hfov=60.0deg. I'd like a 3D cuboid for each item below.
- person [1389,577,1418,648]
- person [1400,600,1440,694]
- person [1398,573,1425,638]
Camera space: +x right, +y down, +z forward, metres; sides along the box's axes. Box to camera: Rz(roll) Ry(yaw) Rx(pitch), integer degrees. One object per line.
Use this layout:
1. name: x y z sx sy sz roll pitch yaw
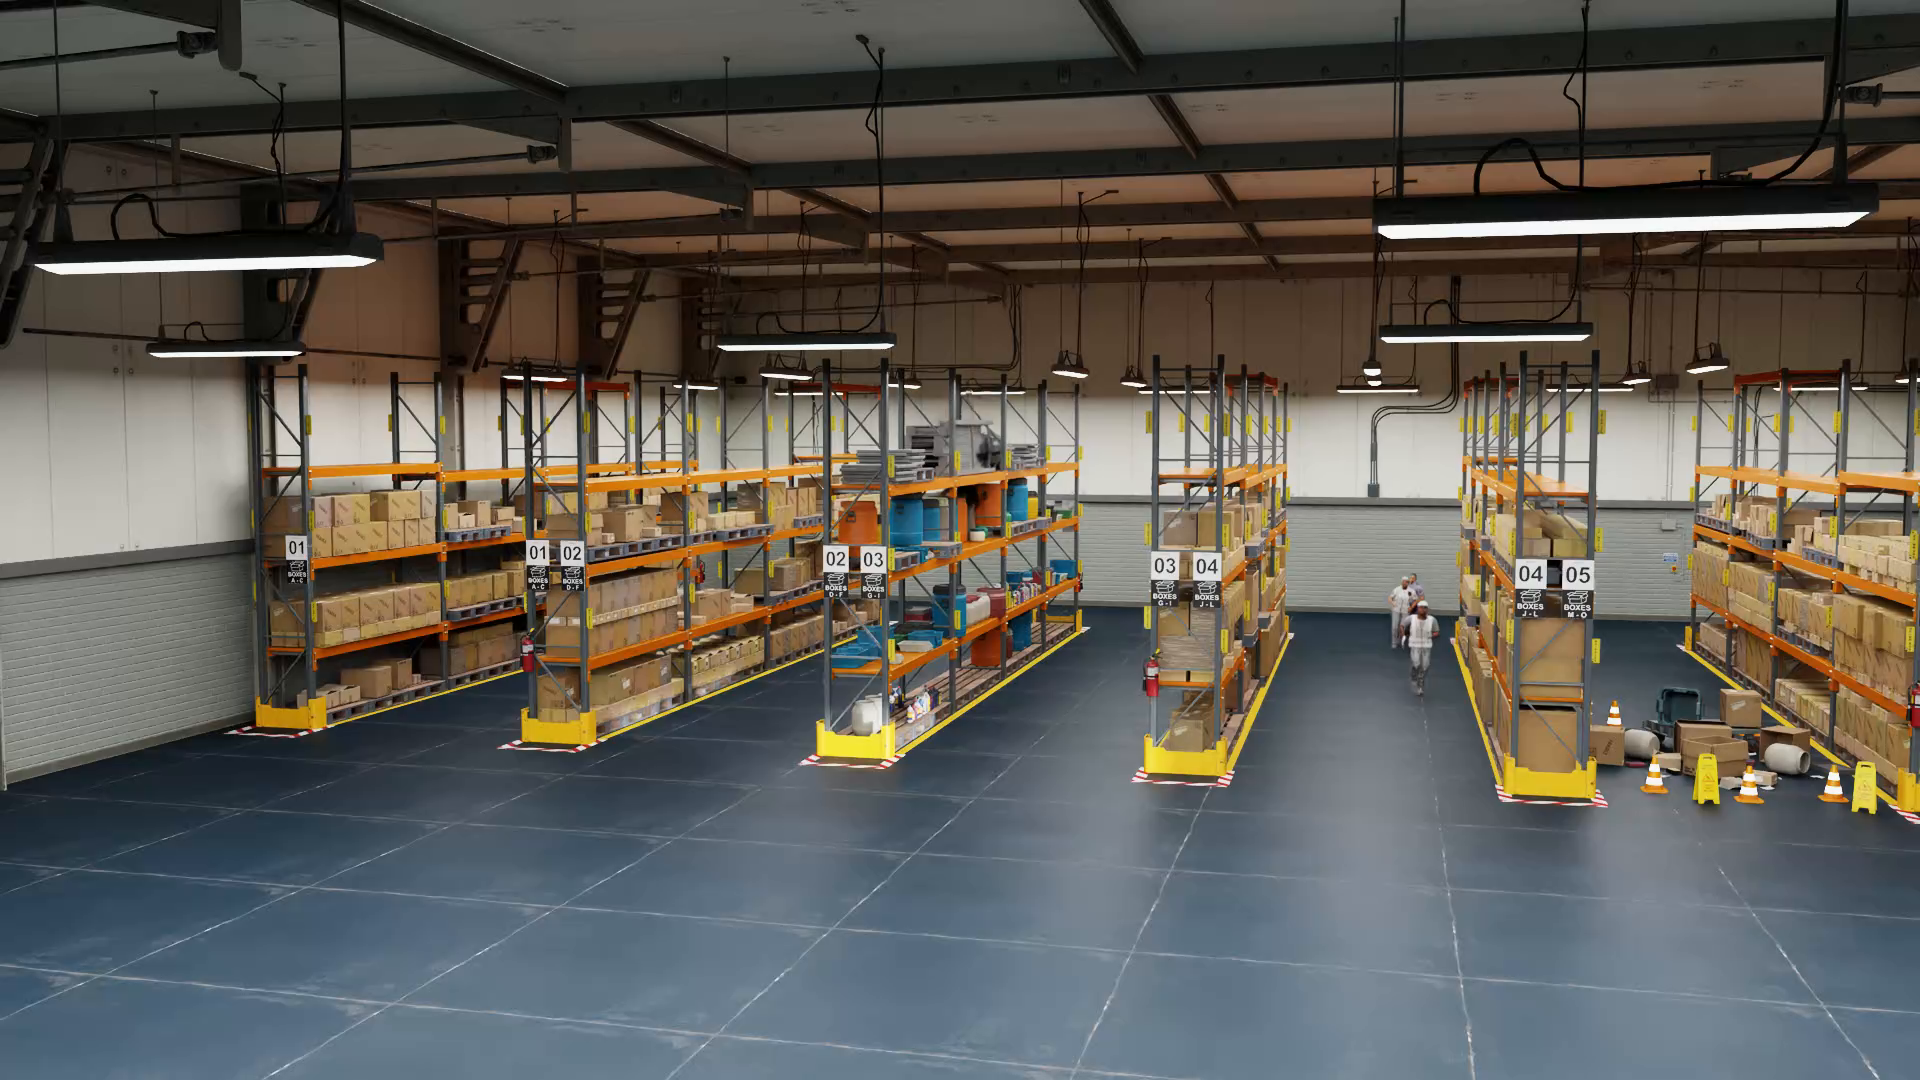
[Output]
1. person: 9.966 1.626 37.431 0.630 1.612 0.594 1 4 21
2. person: 8.517 1.992 30.731 0.676 1.748 0.659 0 4 4
3. person: 10.485 1.544 38.928 0.493 1.558 0.701 -2 4 -27
